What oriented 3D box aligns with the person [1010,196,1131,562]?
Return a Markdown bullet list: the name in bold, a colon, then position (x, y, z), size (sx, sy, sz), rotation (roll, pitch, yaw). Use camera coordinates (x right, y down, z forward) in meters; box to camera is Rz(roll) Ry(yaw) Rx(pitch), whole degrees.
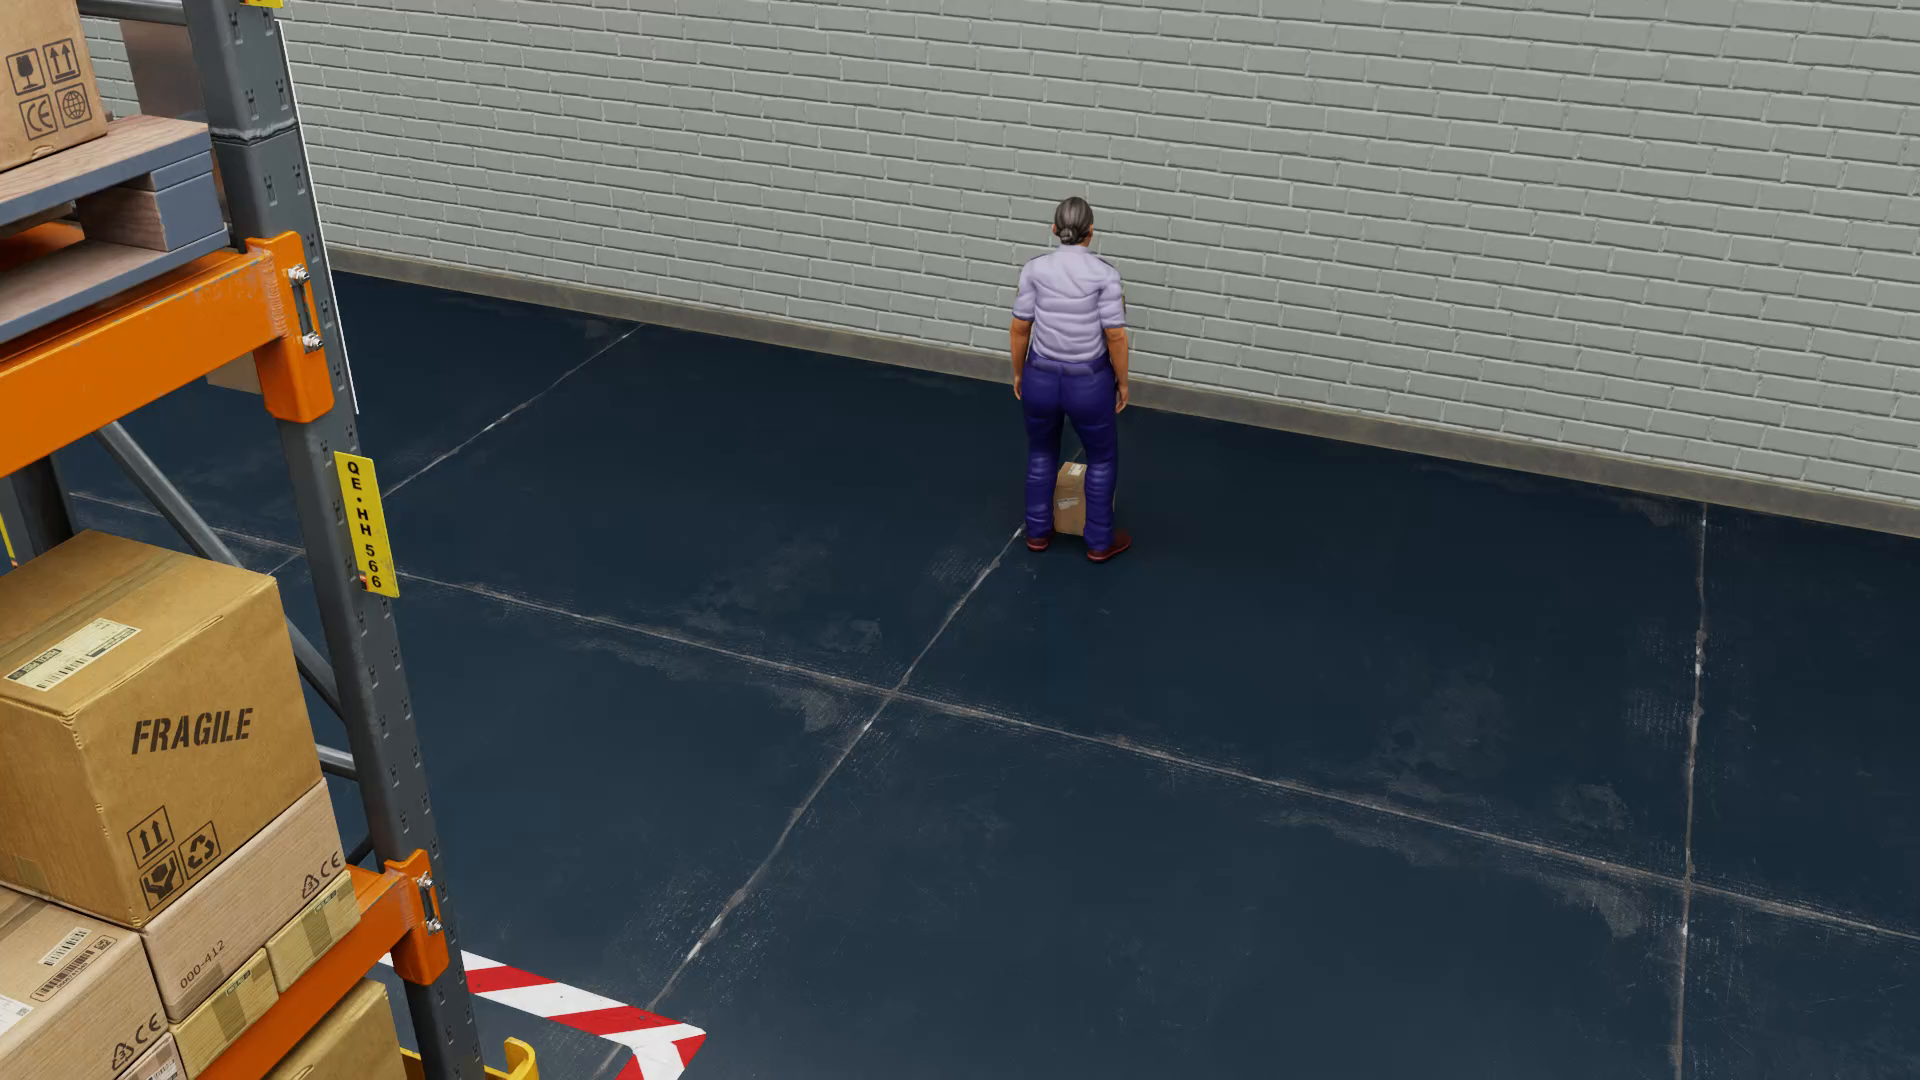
- **person**: position (0.502, -0.687, 7.336), size (0.552, 1.651, 0.377), rotation (9, 31, 16)
